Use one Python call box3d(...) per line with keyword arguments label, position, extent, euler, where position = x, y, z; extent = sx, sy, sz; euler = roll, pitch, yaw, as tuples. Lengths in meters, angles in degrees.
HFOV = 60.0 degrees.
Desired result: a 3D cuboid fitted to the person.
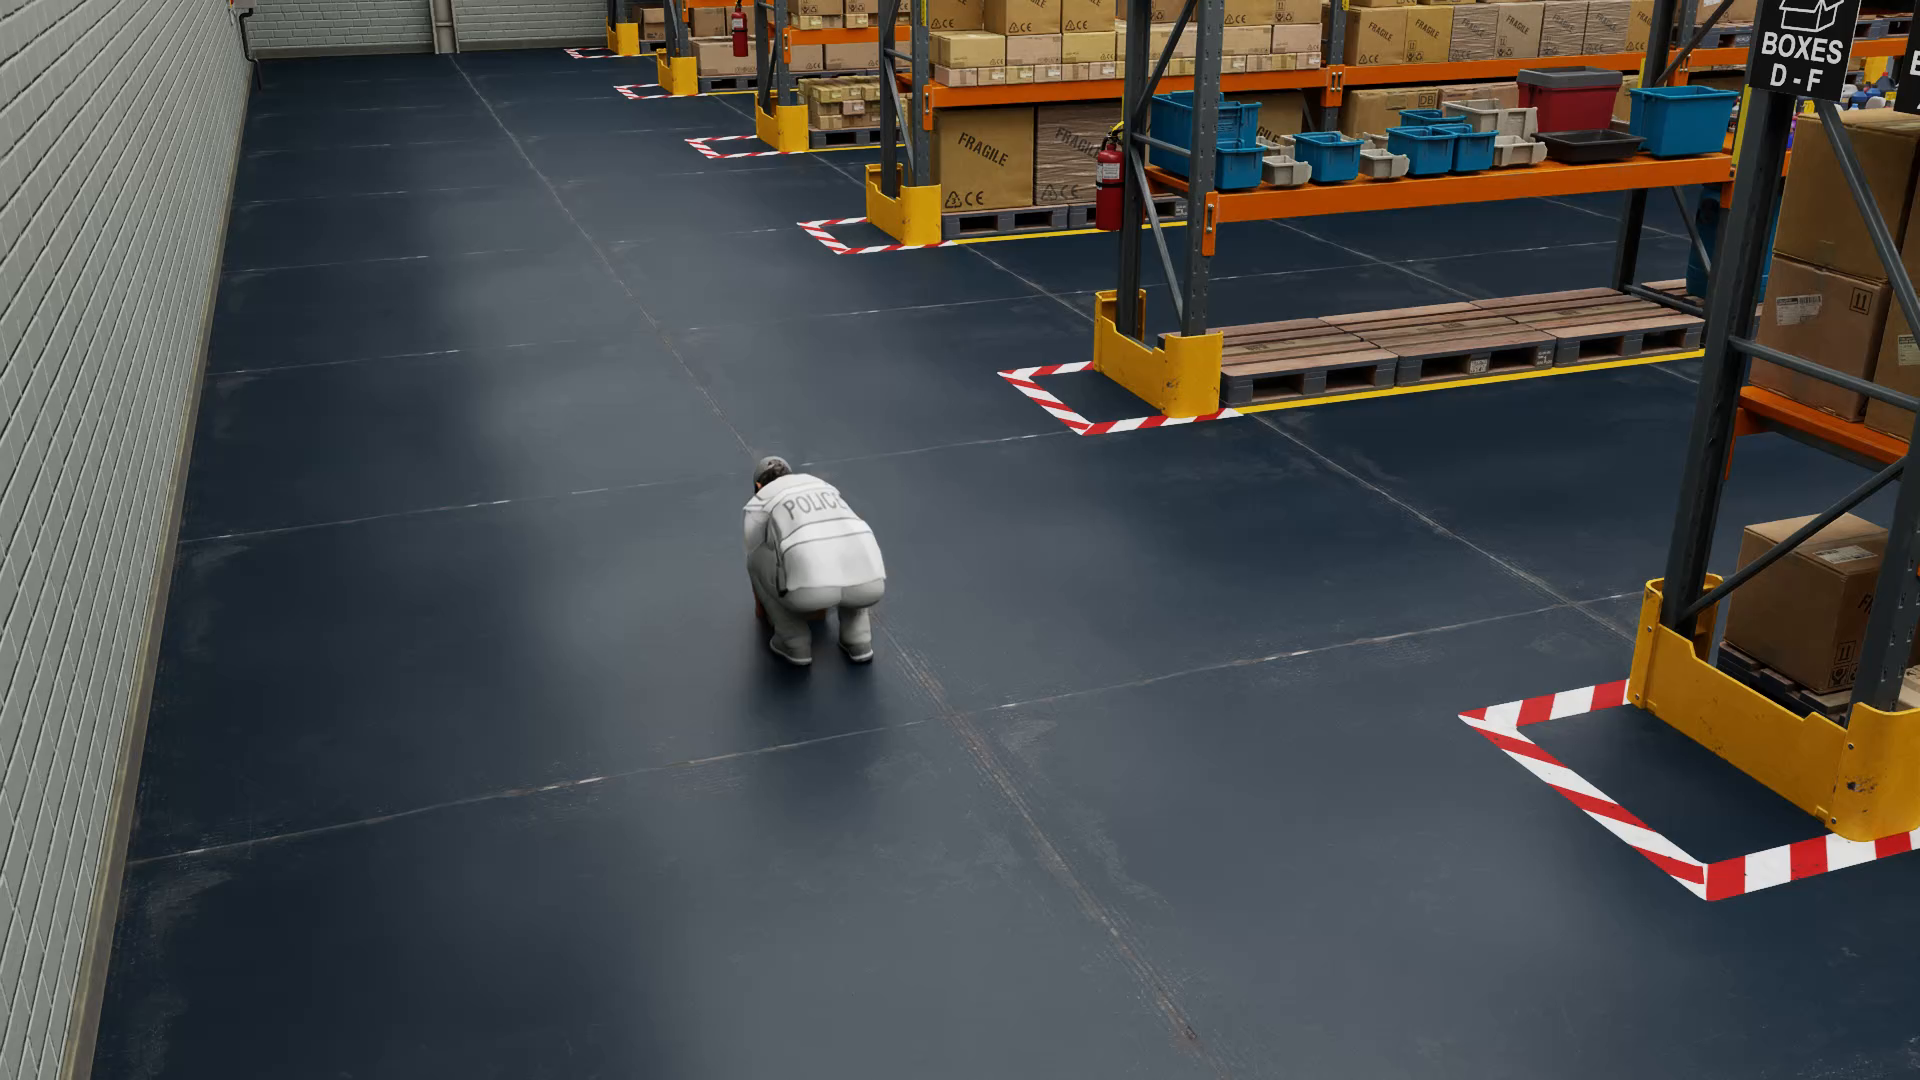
box3d(label="person", position=(-0.636, 0.123, 7.072), extent=(0.506, 0.798, 0.907), euler=(-9, 24, -20))
